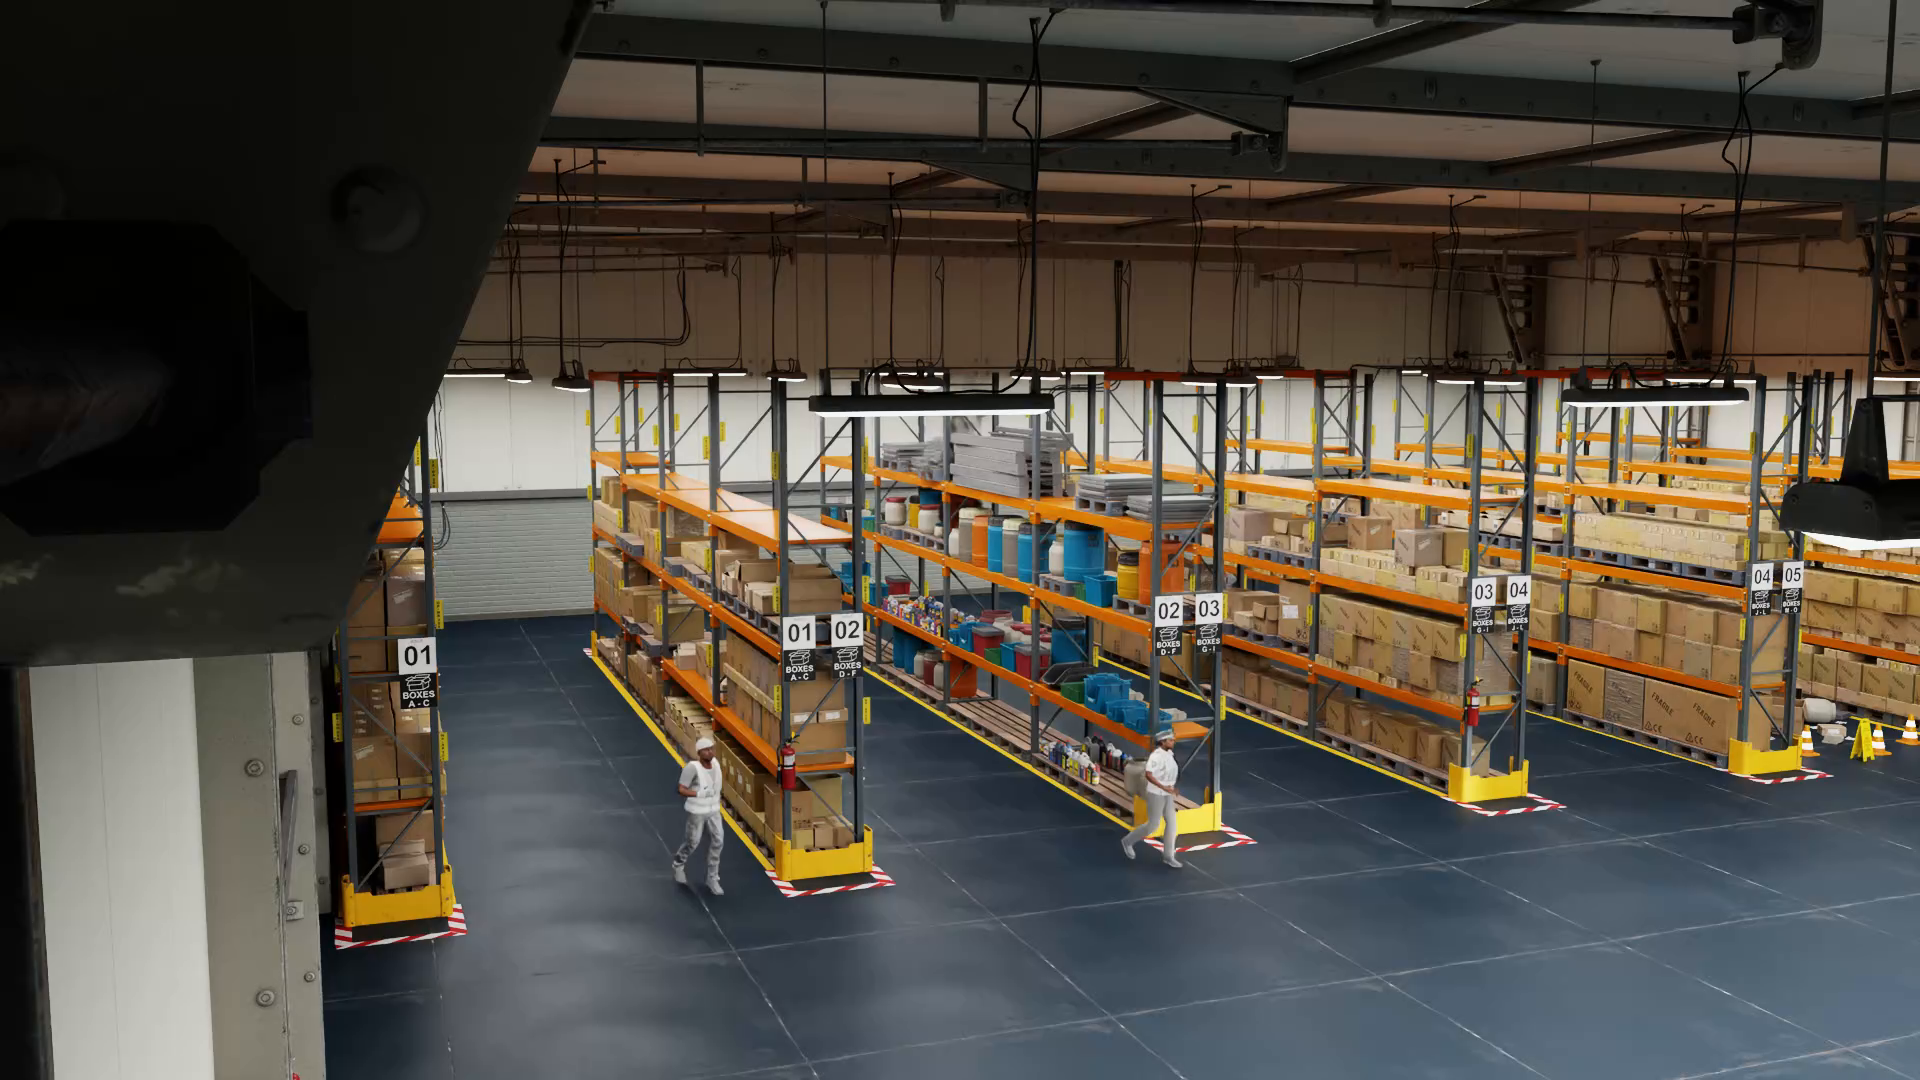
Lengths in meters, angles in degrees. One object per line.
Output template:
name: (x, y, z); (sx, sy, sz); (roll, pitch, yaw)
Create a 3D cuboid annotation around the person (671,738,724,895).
person: (-3.071, 3.246, 19.747); (0.832, 1.827, 0.702); (6, 8, 41)

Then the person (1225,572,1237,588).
person: (6.751, 0.927, 41.582); (0.542, 1.550, 0.536); (-3, 7, -22)

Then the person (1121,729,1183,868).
person: (2.501, 3.185, 20.786); (0.829, 1.667, 0.640); (5, 8, 35)
